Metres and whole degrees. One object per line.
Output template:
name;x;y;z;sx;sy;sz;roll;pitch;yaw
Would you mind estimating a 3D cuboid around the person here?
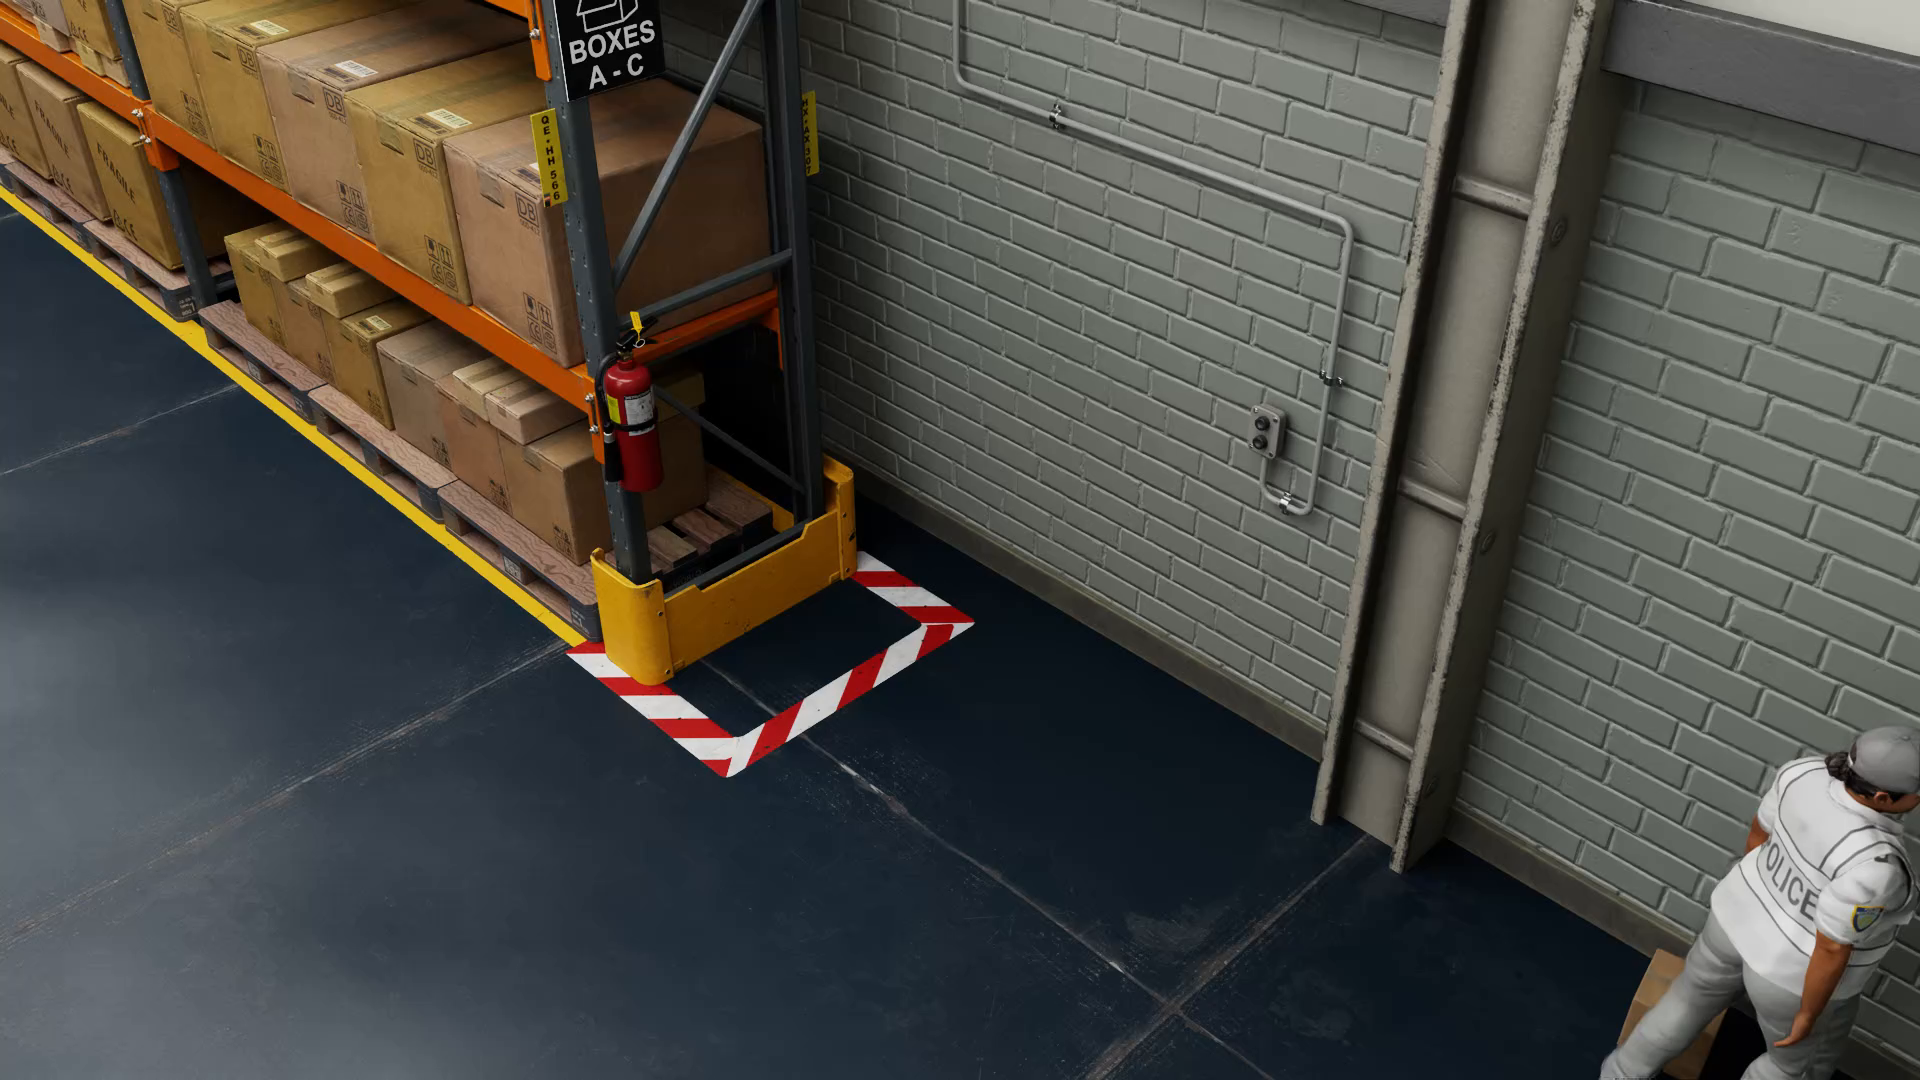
person;2.240;1.109;4.598;0.583;1.659;0.547;-6;36;-9
